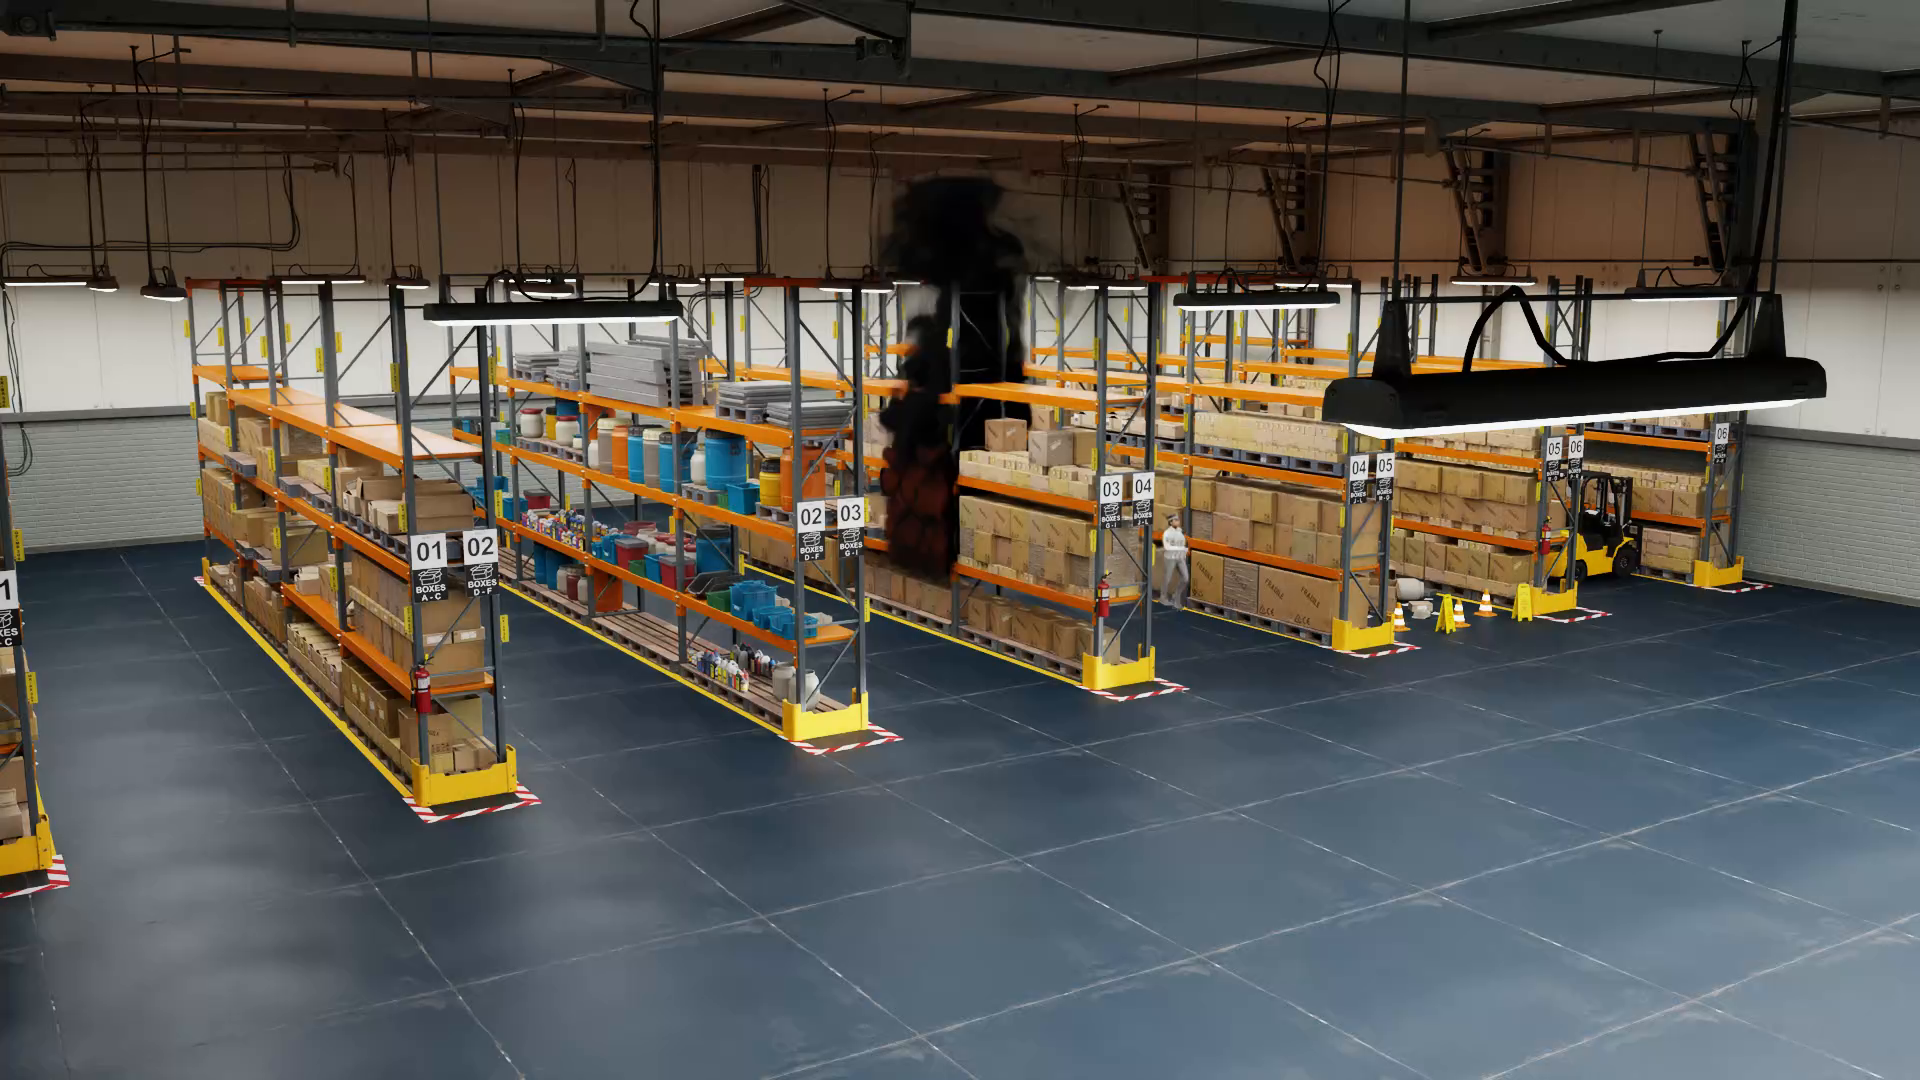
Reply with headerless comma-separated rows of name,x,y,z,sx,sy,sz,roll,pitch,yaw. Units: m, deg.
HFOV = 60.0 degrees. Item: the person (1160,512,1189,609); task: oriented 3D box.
person,3.782,0.369,29.081,0.583,1.729,0.651,-7,12,-35
